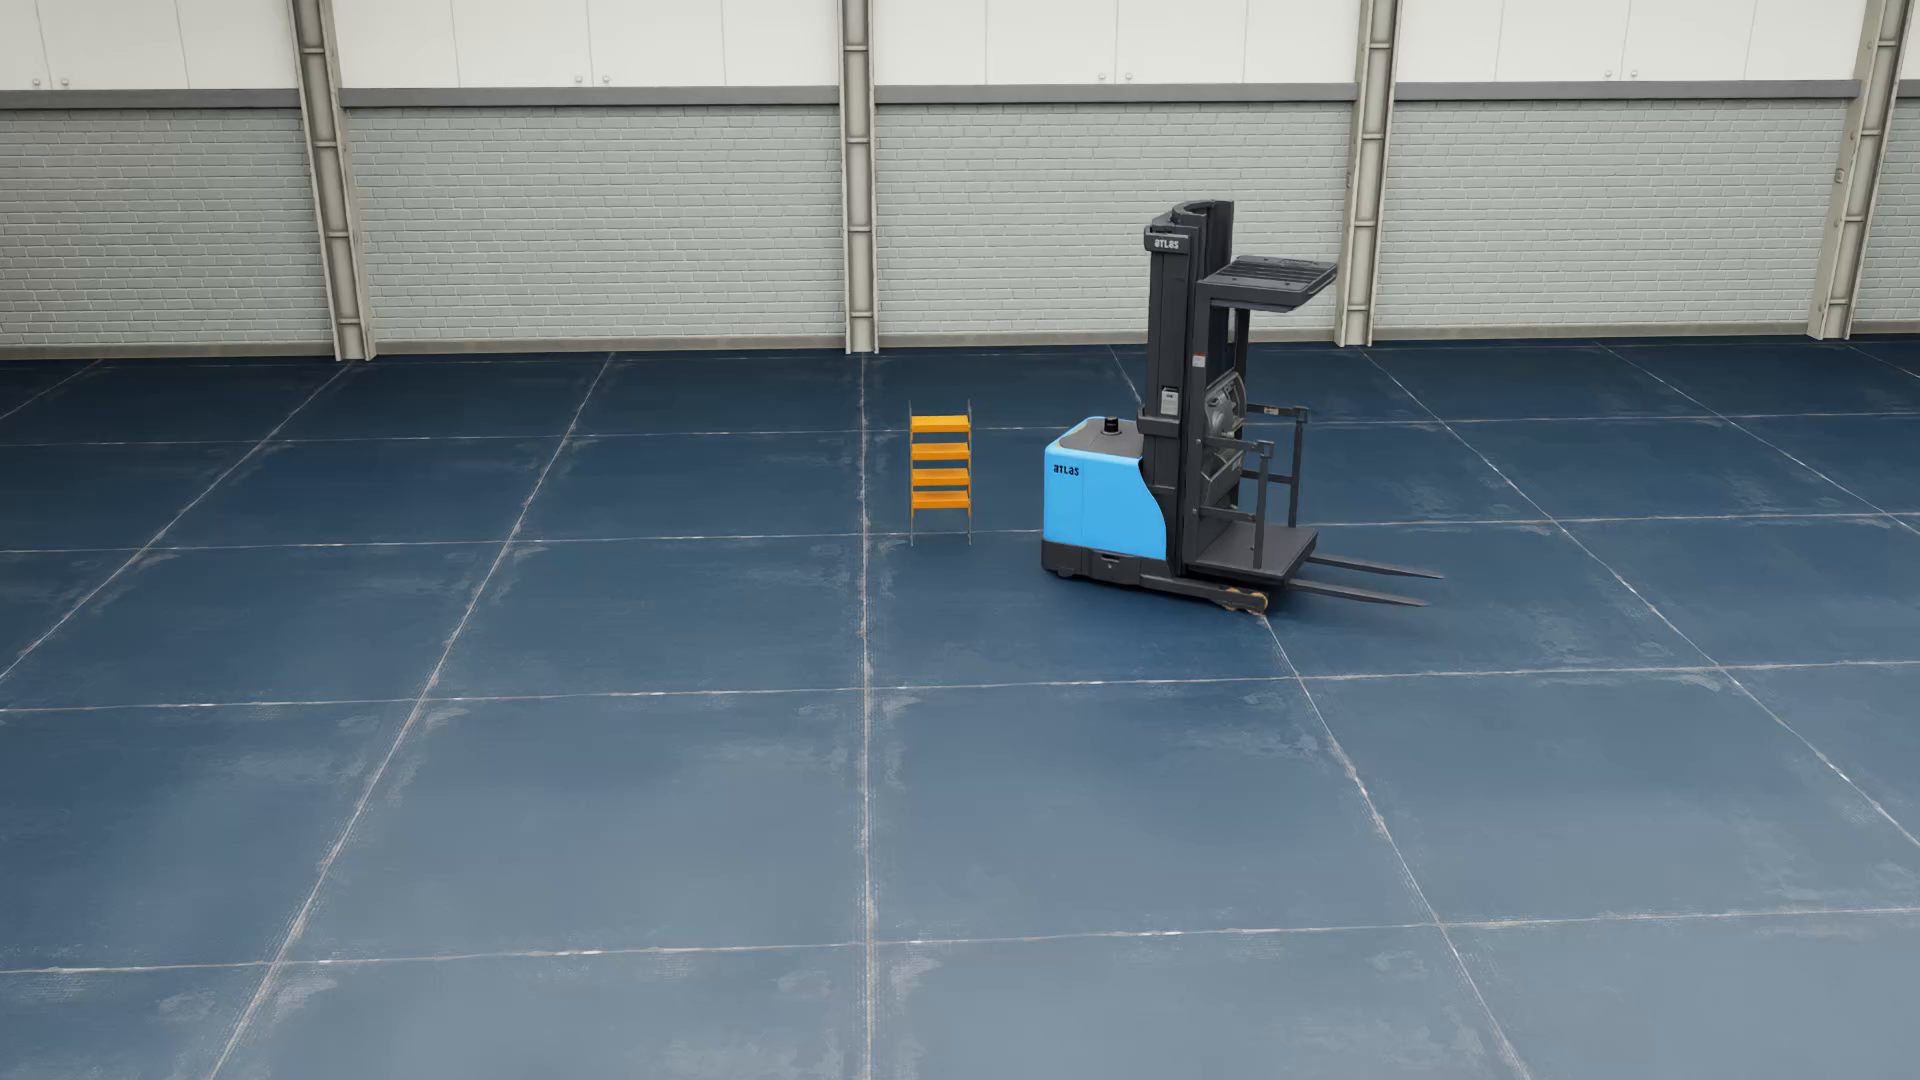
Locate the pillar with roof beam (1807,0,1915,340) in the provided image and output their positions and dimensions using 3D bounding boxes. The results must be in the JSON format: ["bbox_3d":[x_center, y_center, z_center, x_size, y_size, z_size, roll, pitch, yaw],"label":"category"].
[{"bbox_3d":[11.047,-5.212,15.095,0.400,9.000,9.100,-1,21,-3],"label":"pillar with roof beam"}]

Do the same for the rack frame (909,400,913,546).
[{"bbox_3d":[-0.409,-0.552,13.817,0.015,1.200,0.240,-1,21,-3],"label":"rack frame"}]

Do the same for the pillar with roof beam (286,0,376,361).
[{"bbox_3d":[-6.923,-4.847,14.135,0.400,9.000,9.100,-1,21,-3],"label":"pillar with roof beam"}]

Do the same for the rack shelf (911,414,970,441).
[{"bbox_3d":[-0.165,-0.925,13.690,0.480,0.148,0.258,-1,21,-3],"label":"rack shelf"}]

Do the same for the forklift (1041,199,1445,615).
[{"bbox_3d":[2.205,-1.020,12.612,3.031,2.935,1.130,10,23,24],"label":"forklift"}]

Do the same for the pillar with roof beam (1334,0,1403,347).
[{"bbox_3d":[5.057,-5.090,14.775,0.400,9.000,9.100,-1,21,-3],"label":"pillar with roof beam"}]

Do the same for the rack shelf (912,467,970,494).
[{"bbox_3d":[-0.165,-0.494,13.854,0.480,0.148,0.258,-1,21,-3],"label":"rack shelf"}]

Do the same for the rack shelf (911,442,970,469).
[{"bbox_3d":[-0.165,-0.704,13.774,0.480,0.148,0.258,-1,21,-3],"label":"rack shelf"}]

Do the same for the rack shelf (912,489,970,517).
[{"bbox_3d":[-0.165,-0.309,13.925,0.480,0.148,0.258,-1,21,-3],"label":"rack shelf"}]

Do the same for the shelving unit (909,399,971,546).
[{"bbox_3d":[-0.165,-0.557,13.830,0.503,1.200,0.258,-1,21,-3],"label":"shelving unit"}]

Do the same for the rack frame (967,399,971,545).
[{"bbox_3d":[0.078,-0.562,13.843,0.015,1.200,0.240,-1,21,-3],"label":"rack frame"}]

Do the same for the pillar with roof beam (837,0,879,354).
[{"bbox_3d":[-0.933,-4.968,14.455,0.400,9.000,9.100,-1,21,-3],"label":"pillar with roof beam"}]
